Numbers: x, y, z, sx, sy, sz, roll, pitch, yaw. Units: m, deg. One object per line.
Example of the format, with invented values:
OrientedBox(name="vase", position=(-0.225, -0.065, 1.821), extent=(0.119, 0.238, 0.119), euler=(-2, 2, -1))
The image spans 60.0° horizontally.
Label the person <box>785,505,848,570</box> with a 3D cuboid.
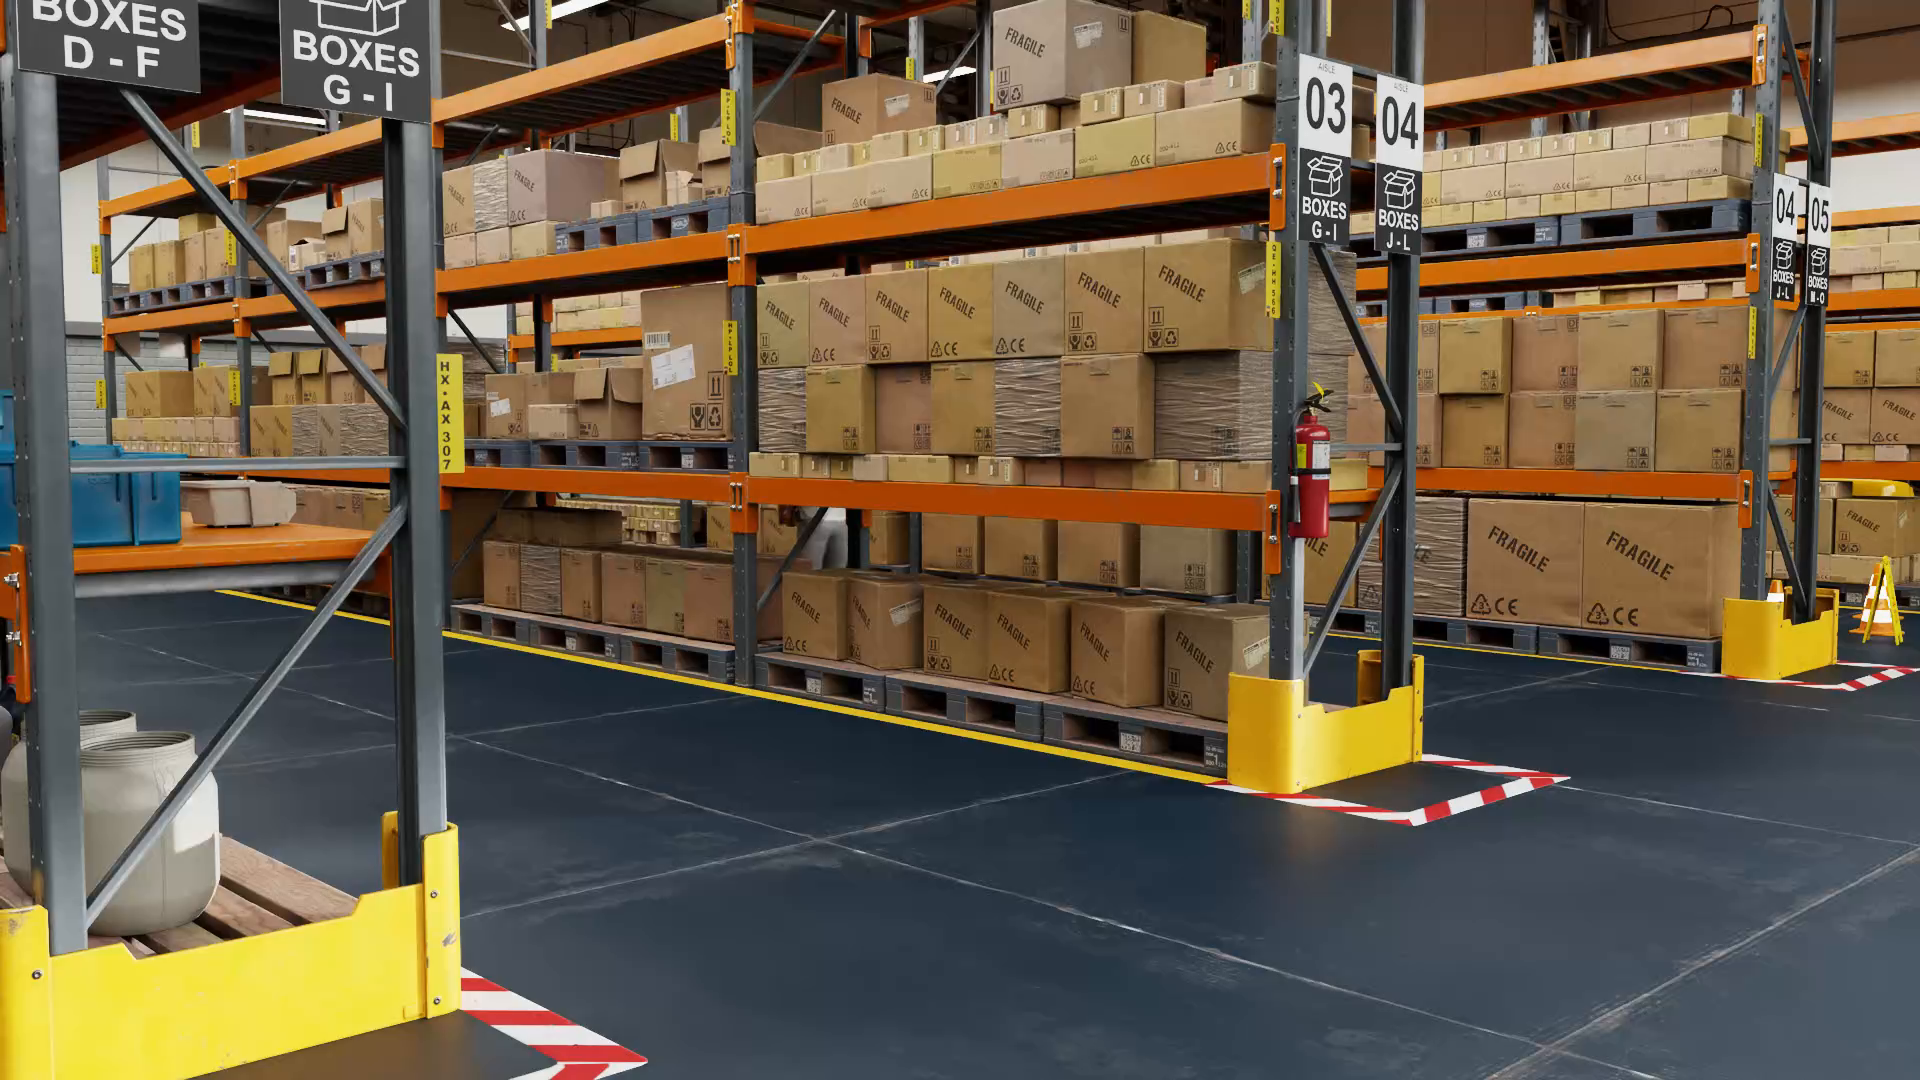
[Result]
OrientedBox(name="person", position=(-1.086, -0.148, 12.661), extent=(0.503, 1.780, 0.555), euler=(-3, 5, -38))
